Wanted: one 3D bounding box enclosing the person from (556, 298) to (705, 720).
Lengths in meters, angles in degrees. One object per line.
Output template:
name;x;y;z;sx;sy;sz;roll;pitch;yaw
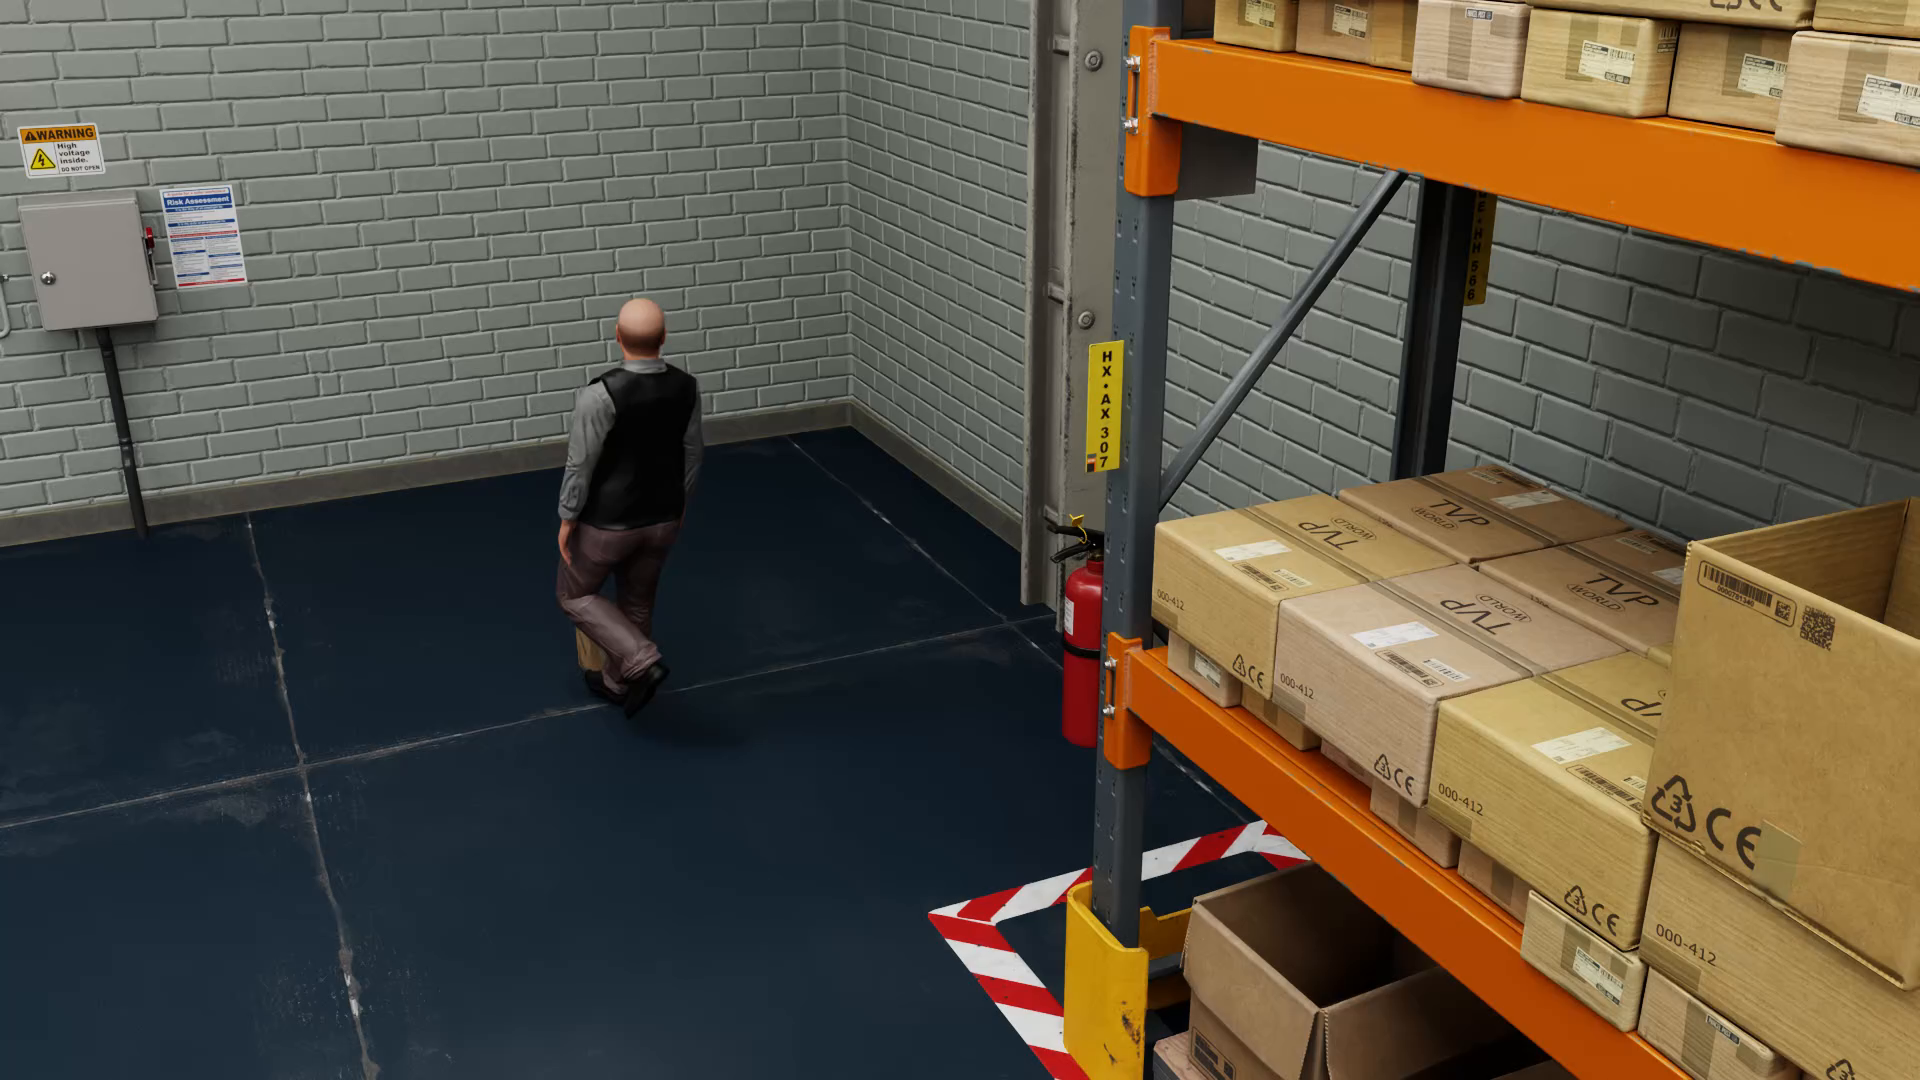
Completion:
person;-1.312;-0.068;6.408;0.603;1.607;0.700;-18;28;-38
